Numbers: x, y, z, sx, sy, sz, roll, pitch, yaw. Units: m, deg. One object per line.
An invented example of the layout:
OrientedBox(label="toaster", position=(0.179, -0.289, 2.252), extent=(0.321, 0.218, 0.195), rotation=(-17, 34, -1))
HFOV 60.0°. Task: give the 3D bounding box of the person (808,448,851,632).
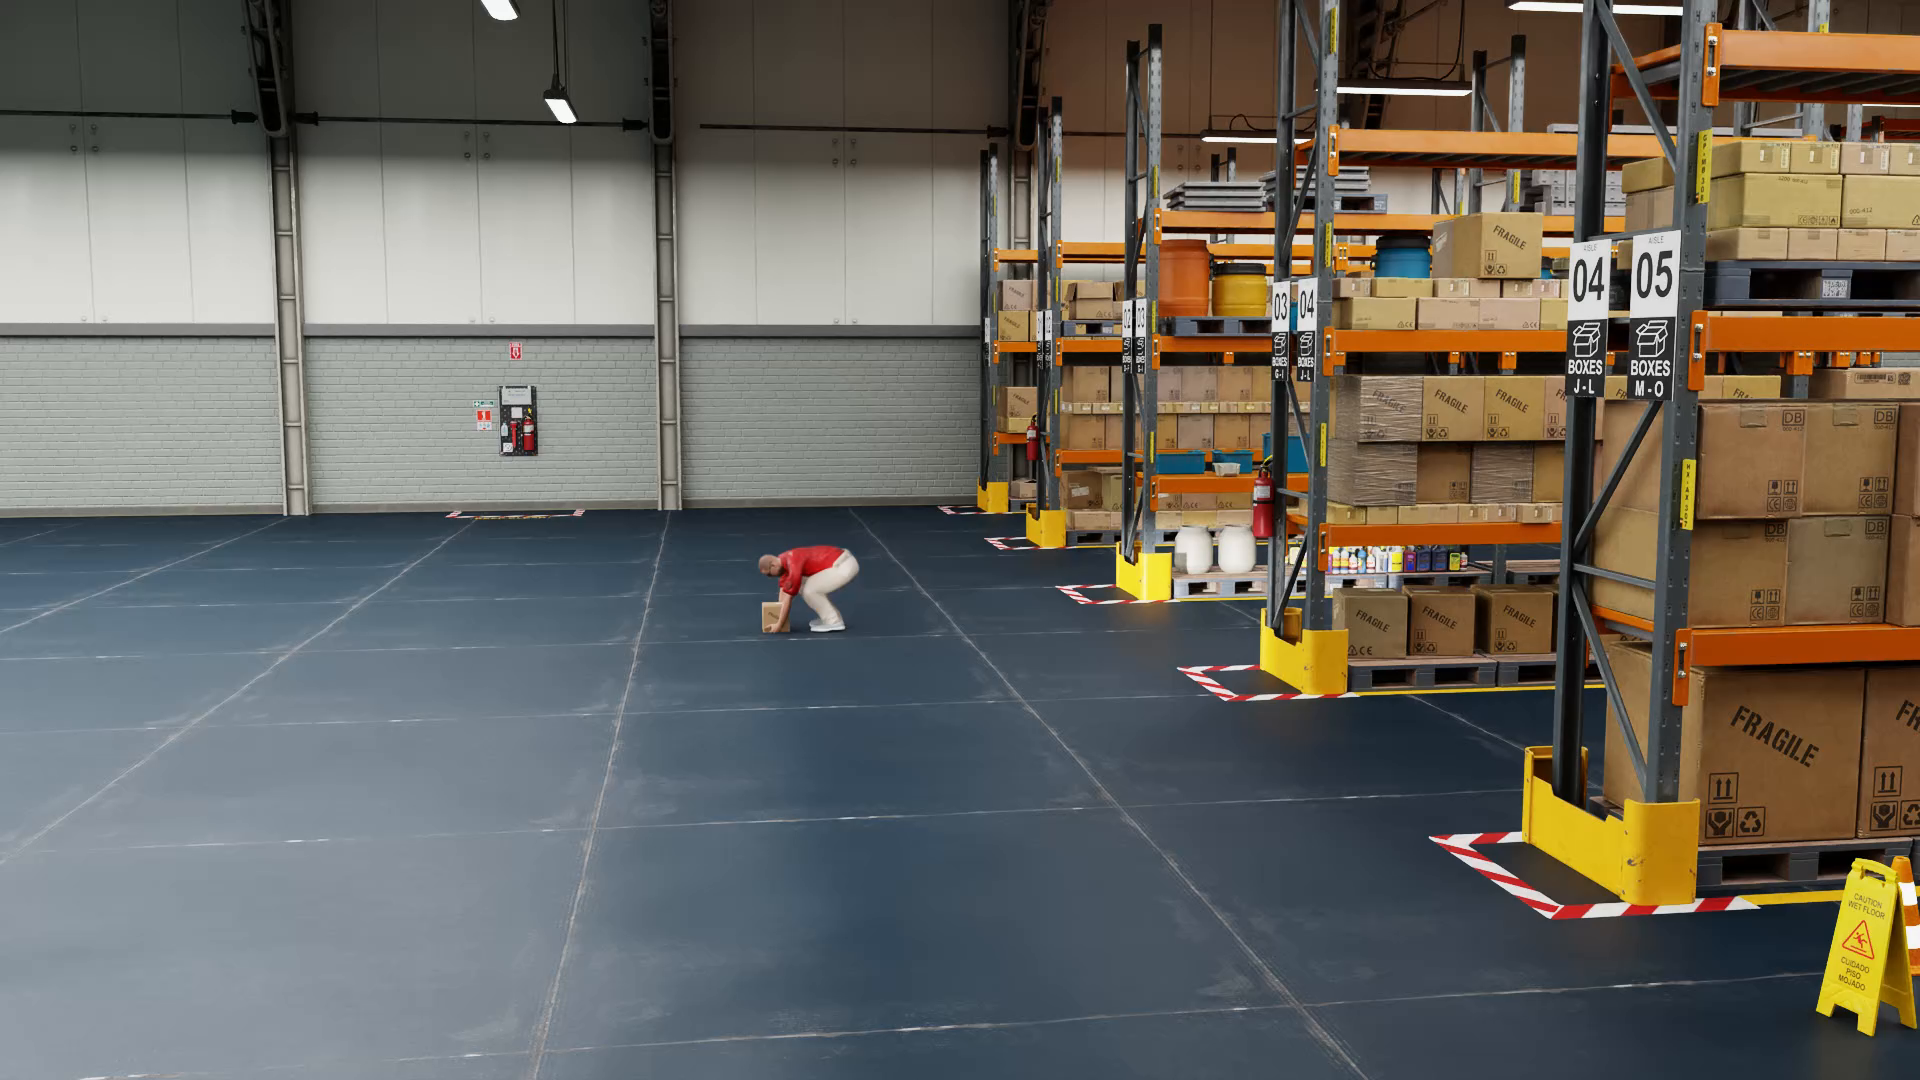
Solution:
OrientedBox(label="person", position=(-1.243, -0.008, 15.833), extent=(0.391, 1.729, 0.566), rotation=(-1, 7, -10))
